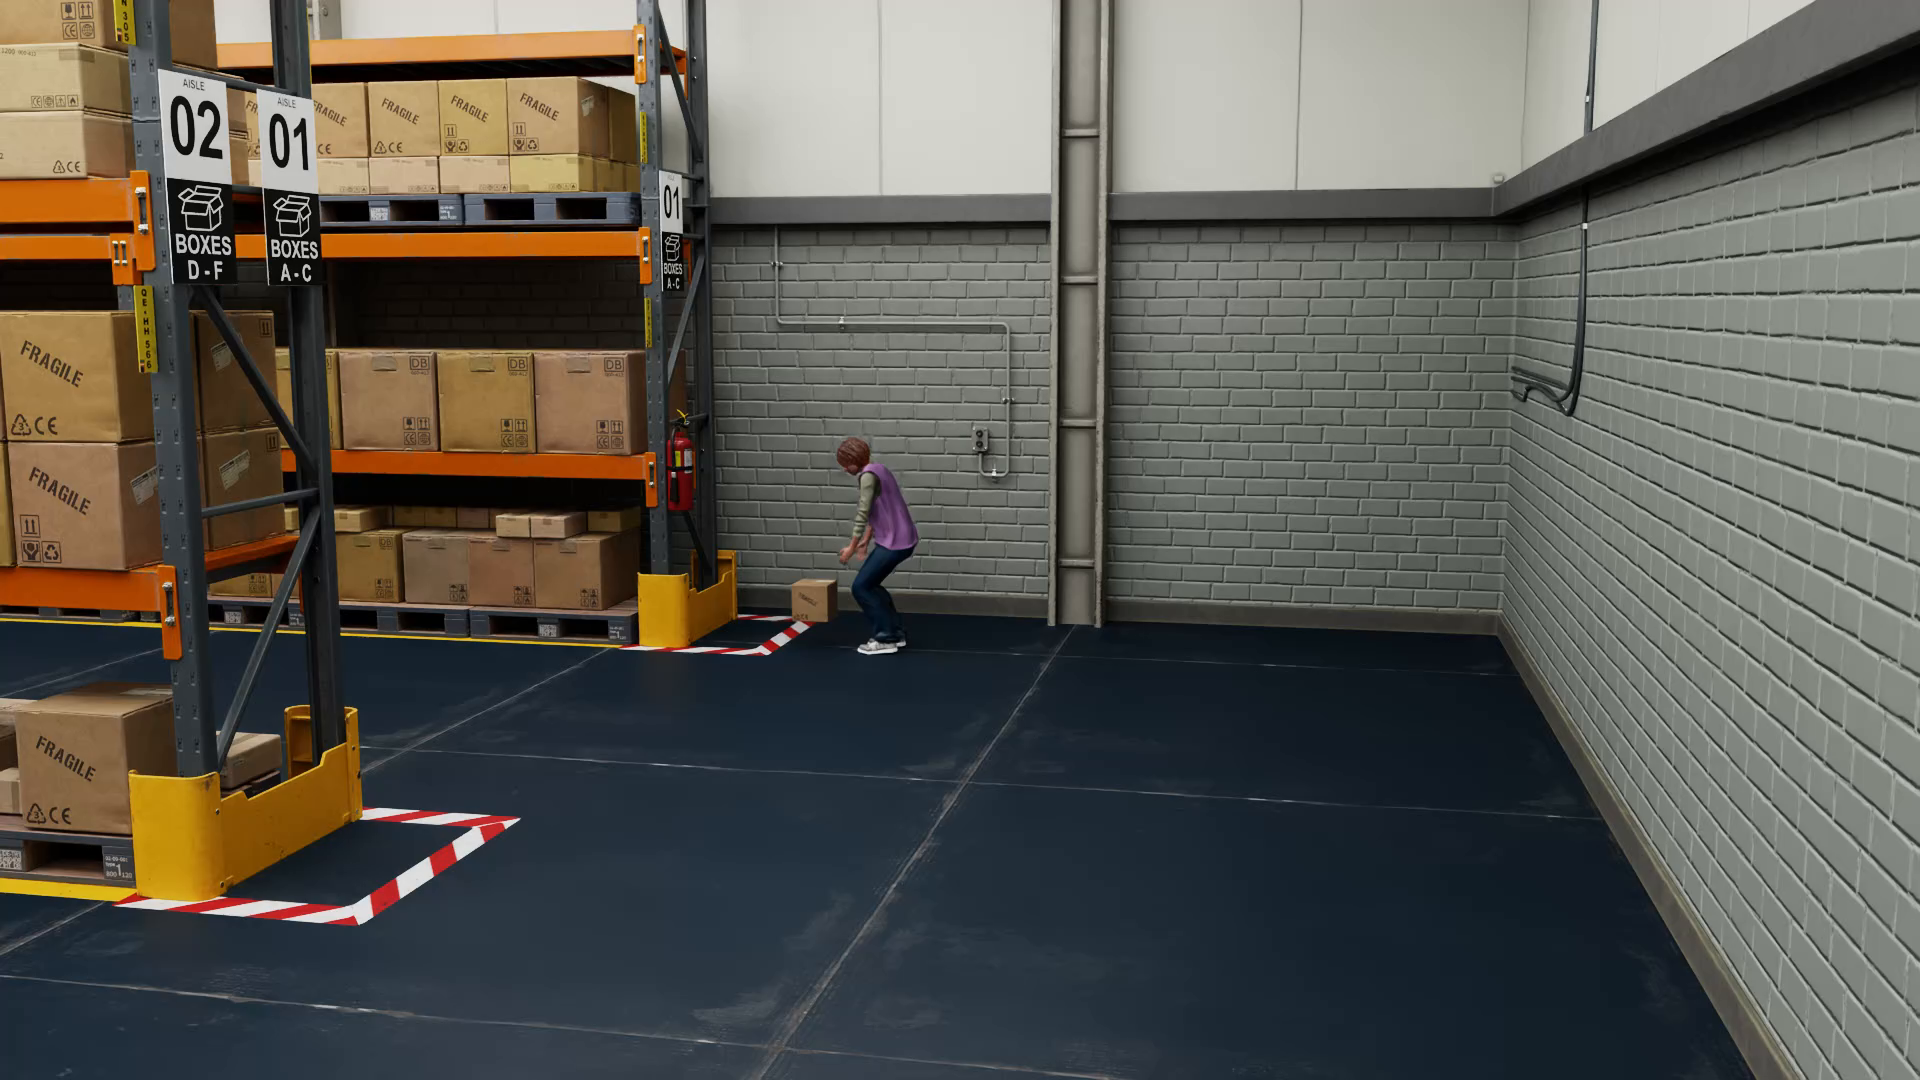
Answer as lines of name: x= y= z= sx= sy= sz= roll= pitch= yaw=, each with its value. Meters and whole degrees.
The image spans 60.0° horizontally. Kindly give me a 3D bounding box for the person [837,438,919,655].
person: x=-0.556 y=0.043 z=11.135 sx=0.540 sy=1.444 sz=0.454 roll=2 pitch=8 yaw=12
